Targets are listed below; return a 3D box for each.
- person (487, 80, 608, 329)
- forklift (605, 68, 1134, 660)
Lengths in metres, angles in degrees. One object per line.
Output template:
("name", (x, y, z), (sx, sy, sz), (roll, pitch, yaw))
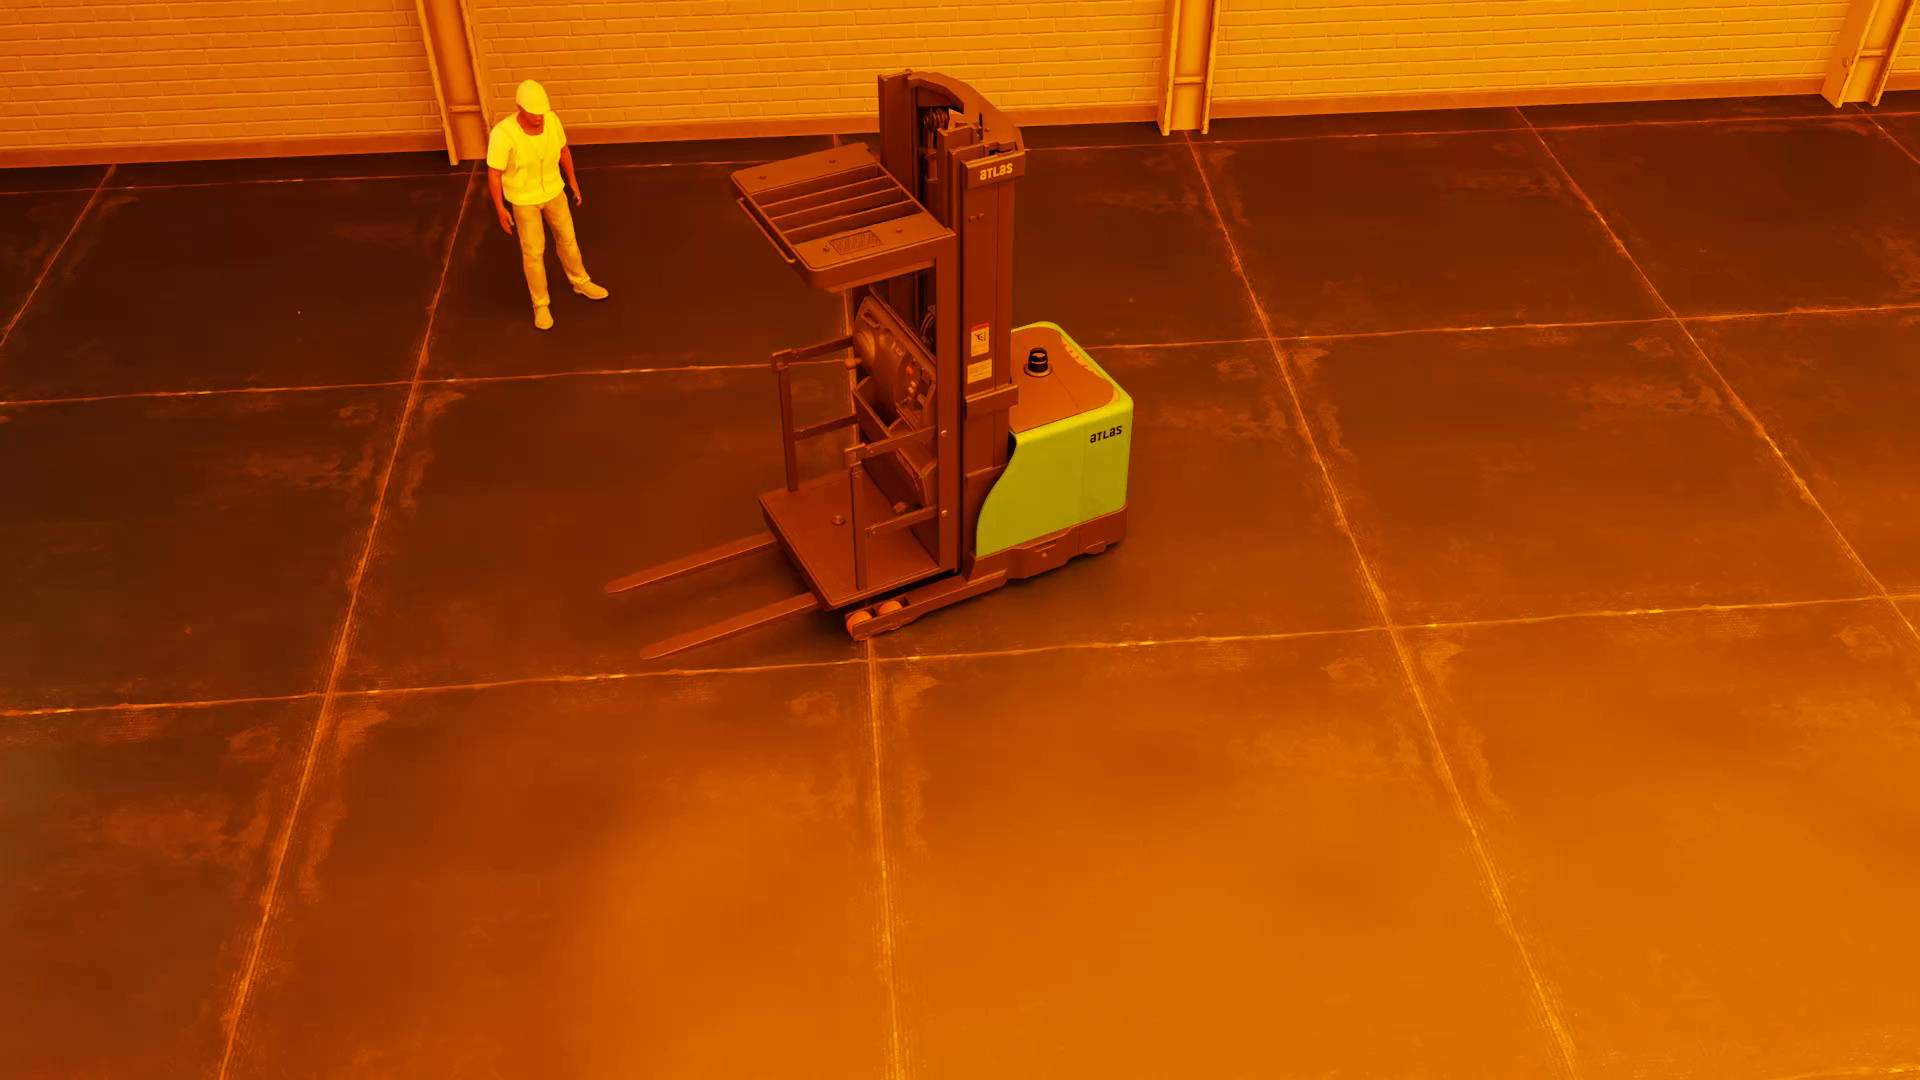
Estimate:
("person", (-2.928, -2.388, 11.629), (0.677, 1.766, 0.470), (-32, 50, -32))
("forklift", (-0.541, -0.933, 9.029), (3.031, 2.935, 1.130), (-18, 44, -20))
